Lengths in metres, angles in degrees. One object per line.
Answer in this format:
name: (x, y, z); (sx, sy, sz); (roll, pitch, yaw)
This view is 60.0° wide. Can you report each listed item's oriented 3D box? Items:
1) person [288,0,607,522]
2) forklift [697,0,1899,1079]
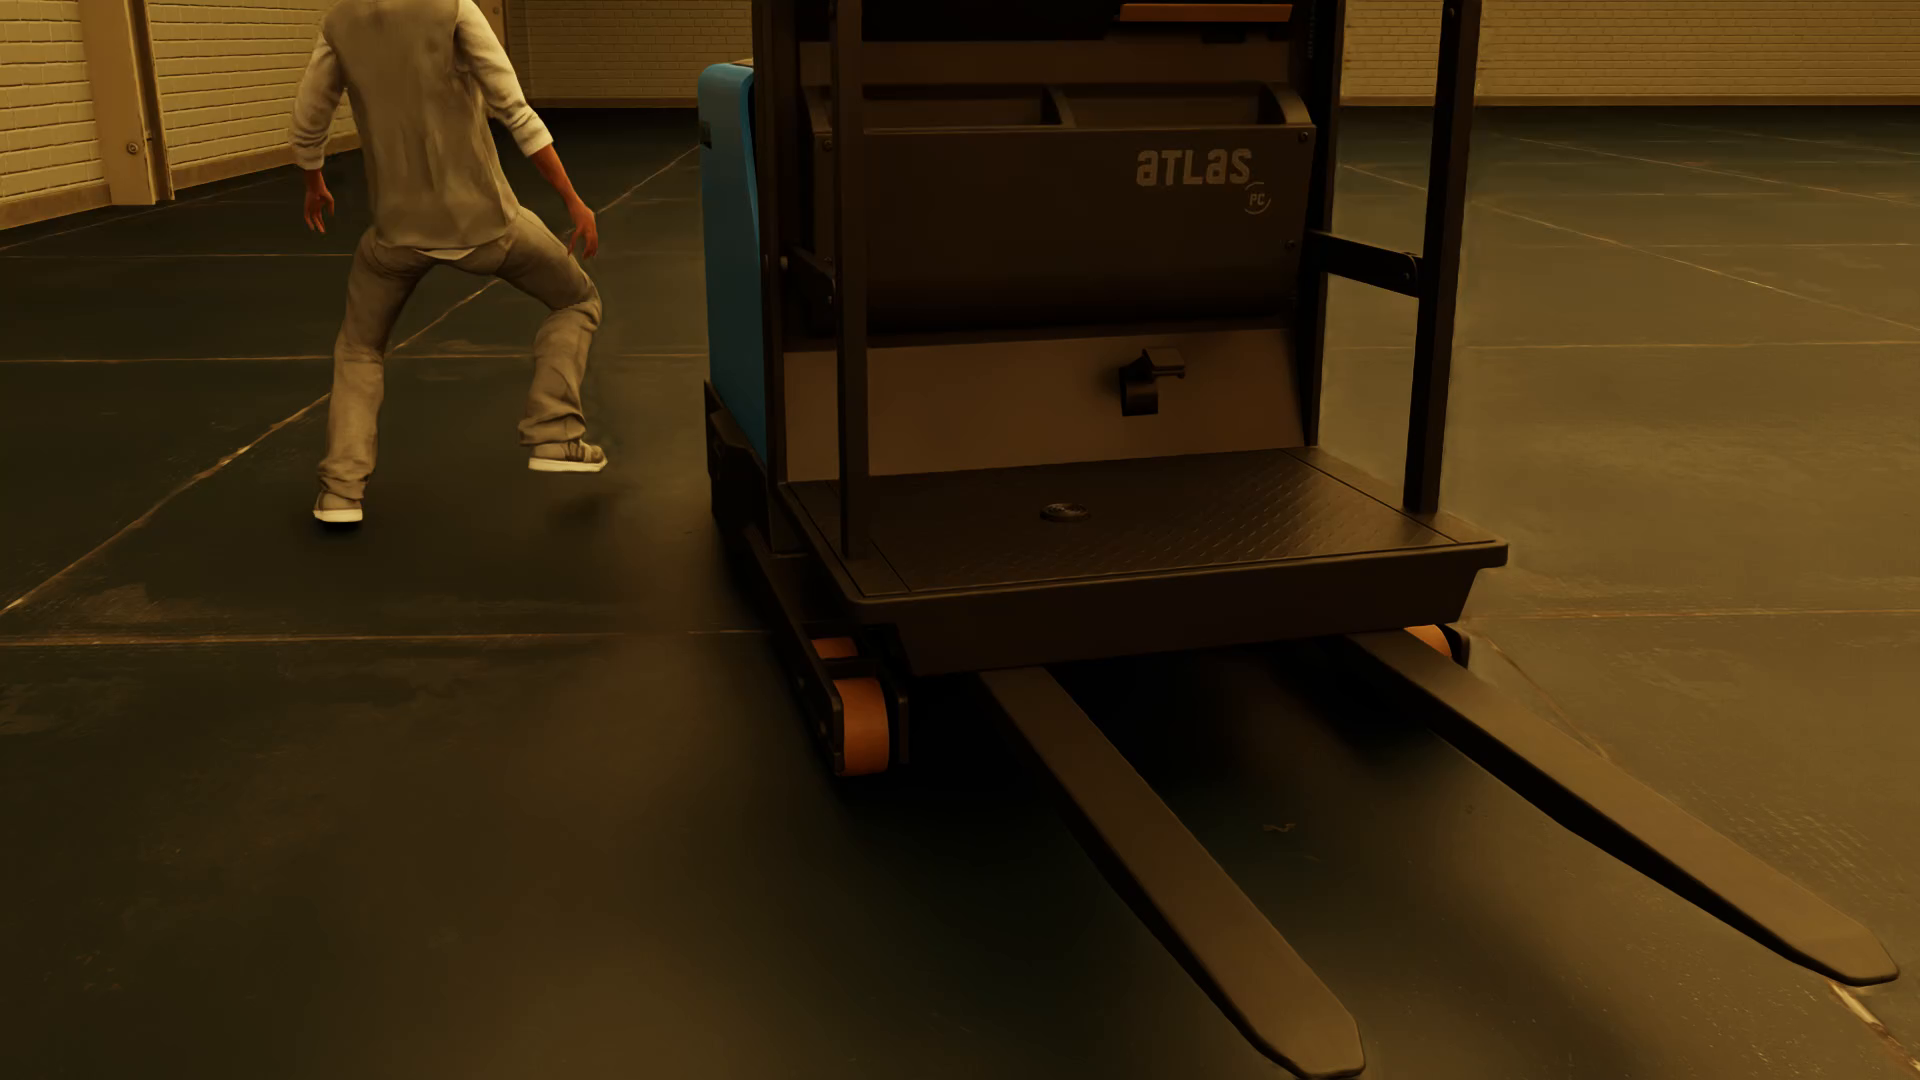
person: (-1.265, -0.786, 4.008); (0.803, 1.482, 0.563); (2, 17, 8)
forklift: (0.242, -1.145, 2.650); (1.130, 2.935, 3.031); (-5, 18, -15)
